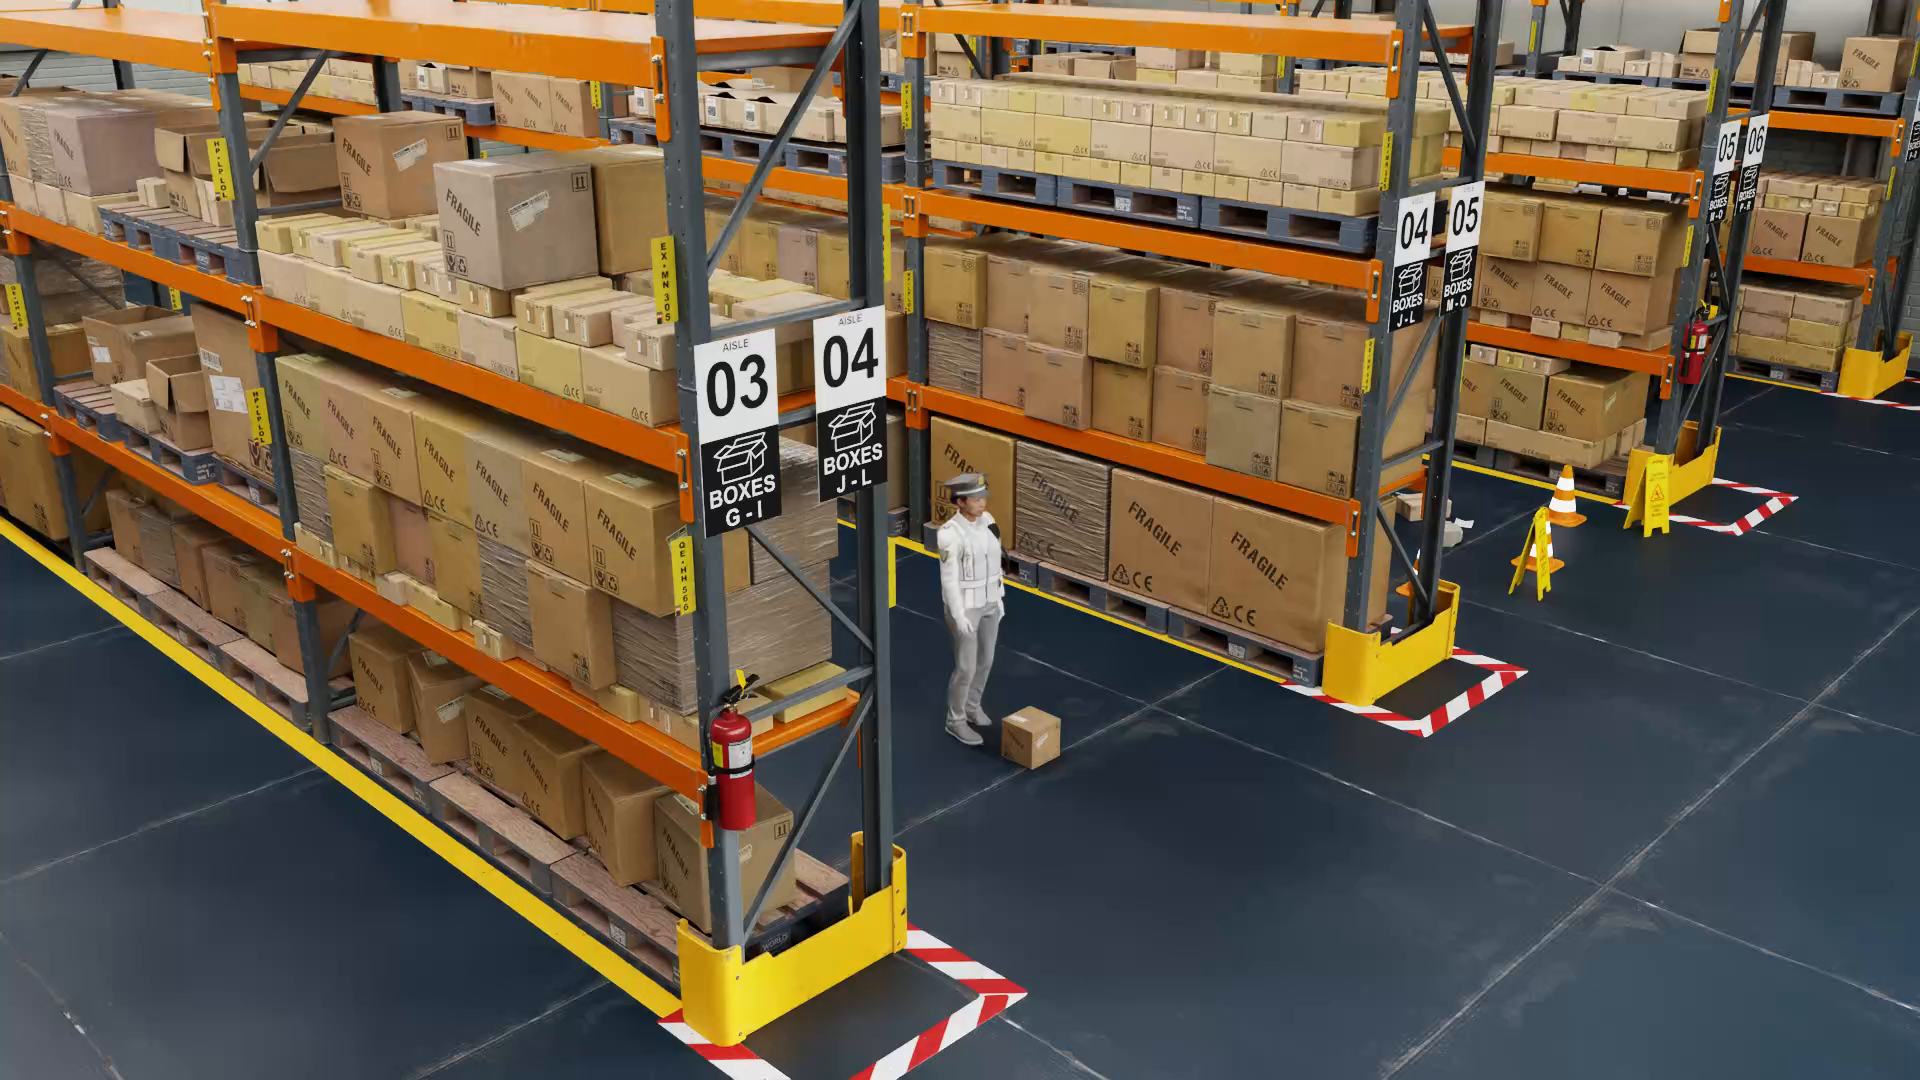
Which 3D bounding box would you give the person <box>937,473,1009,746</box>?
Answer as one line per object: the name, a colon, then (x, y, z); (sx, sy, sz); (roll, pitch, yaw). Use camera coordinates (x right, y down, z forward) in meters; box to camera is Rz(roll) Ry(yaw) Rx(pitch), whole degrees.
person: (0.085, 0.416, 10.034); (0.477, 1.729, 0.371); (-19, 28, -41)
